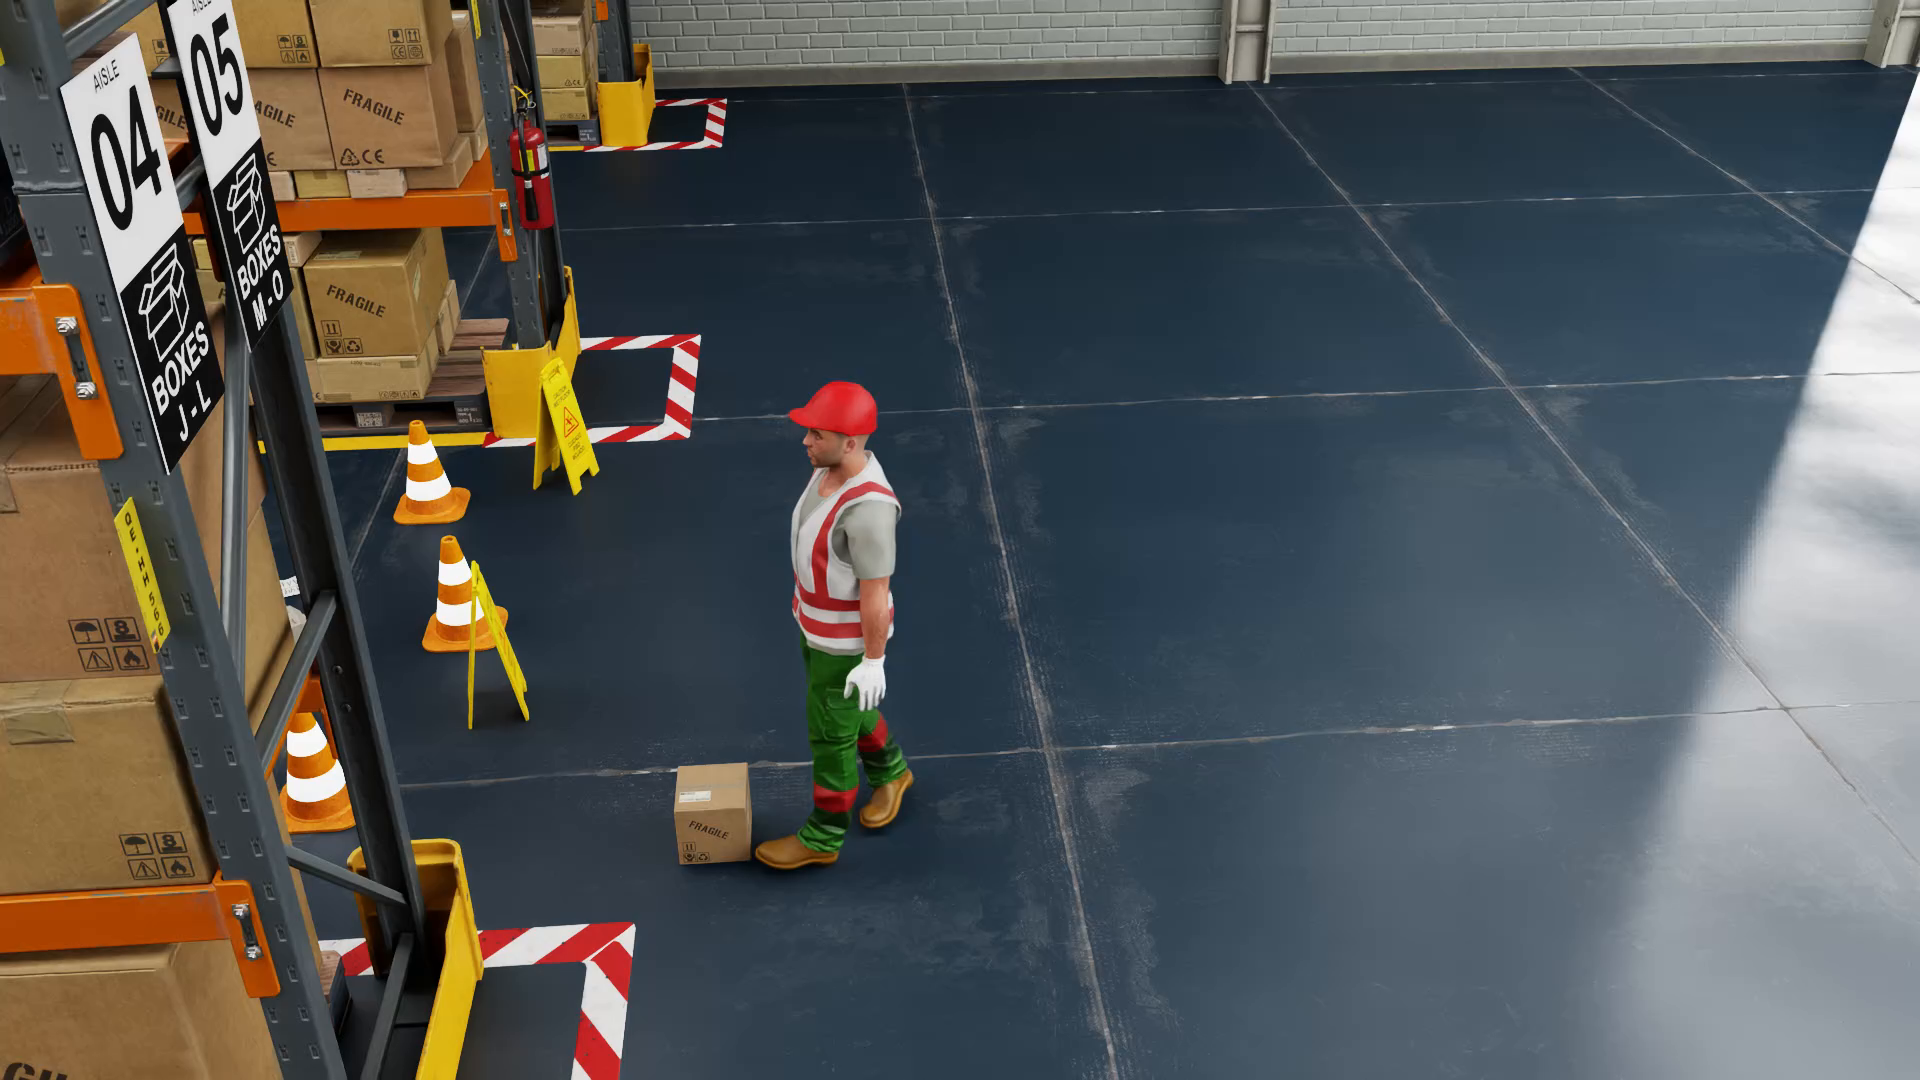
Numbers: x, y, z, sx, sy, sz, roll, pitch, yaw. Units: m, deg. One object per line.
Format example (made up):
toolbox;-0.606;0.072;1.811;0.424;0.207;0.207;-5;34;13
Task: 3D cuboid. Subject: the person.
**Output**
person;-0.431;0.312;5.577;0.659;1.791;0.584;-10;32;-17
